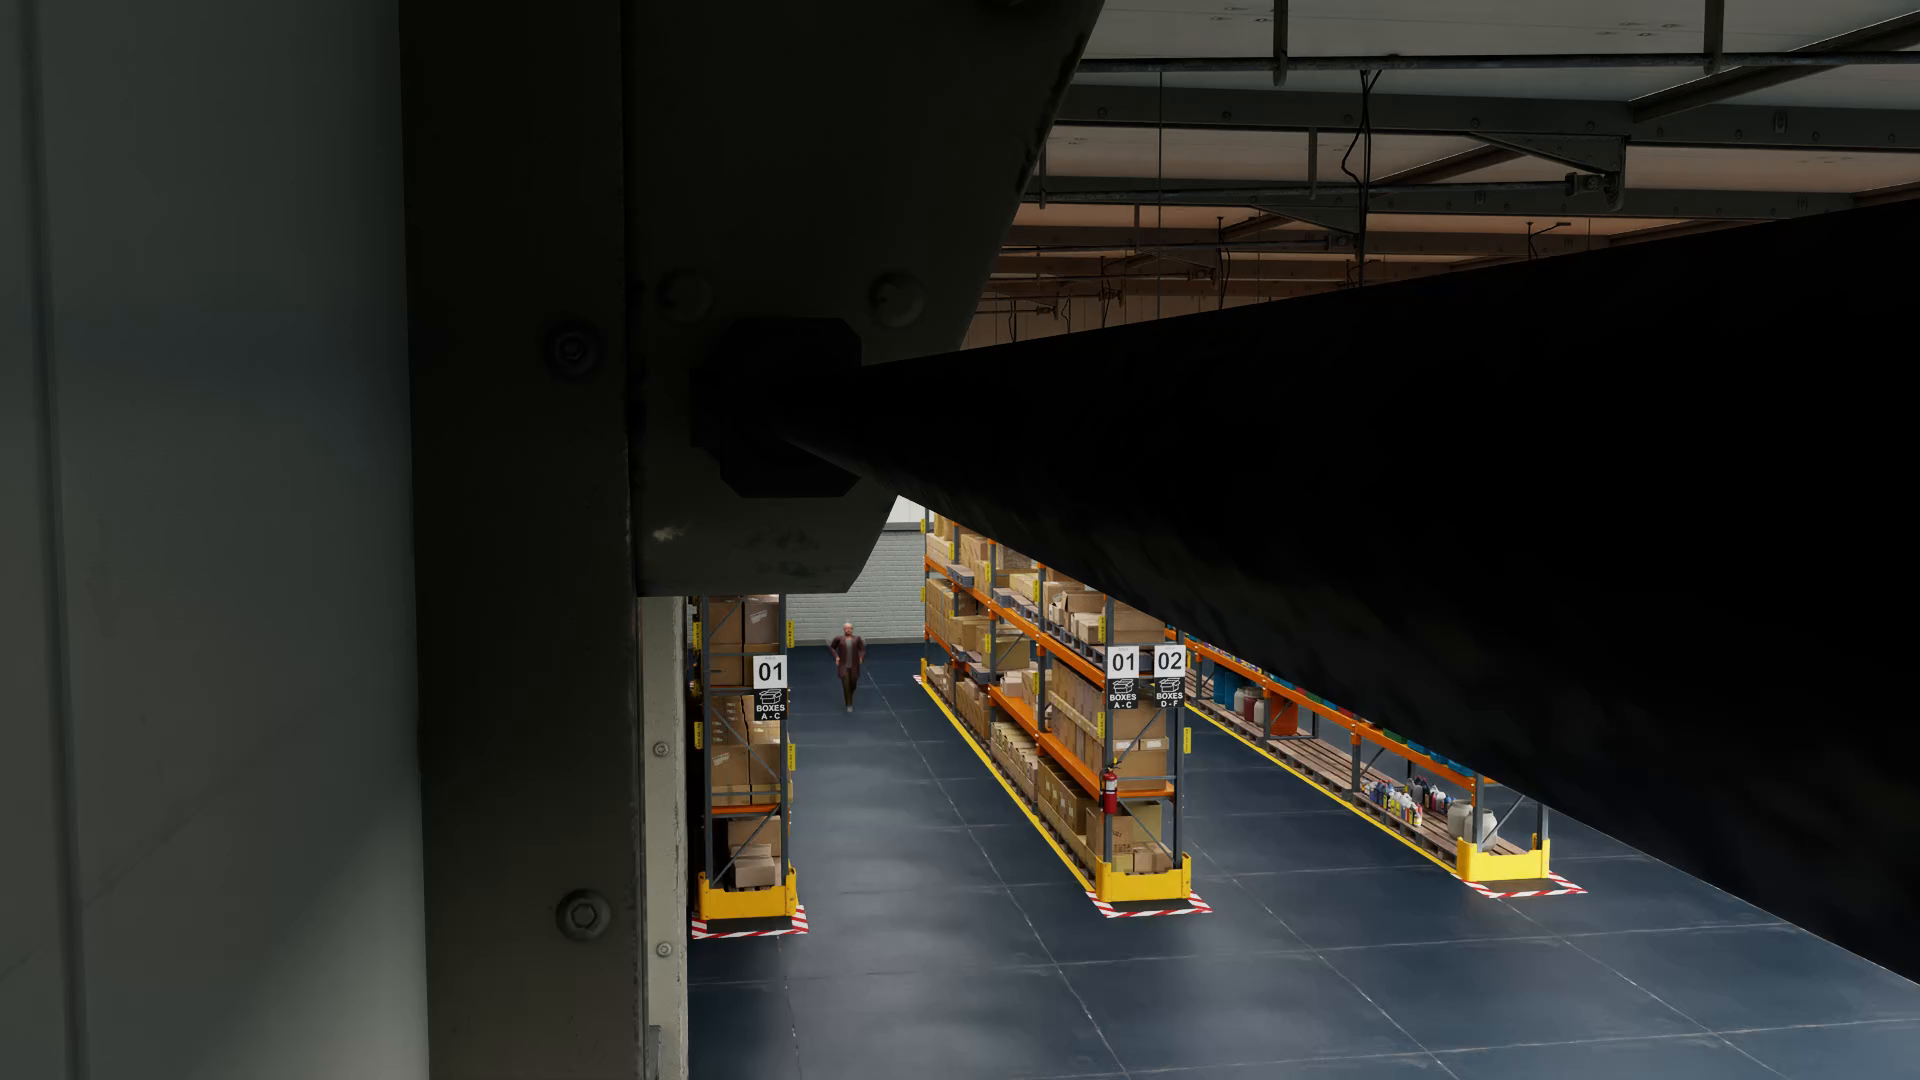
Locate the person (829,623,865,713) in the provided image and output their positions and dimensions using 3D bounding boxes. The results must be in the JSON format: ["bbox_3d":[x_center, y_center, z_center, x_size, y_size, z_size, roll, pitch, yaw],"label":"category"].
[{"bbox_3d":[-2.252,2.537,33.350,0.711,1.765,0.880,-1,5,-10],"label":"person"}]
